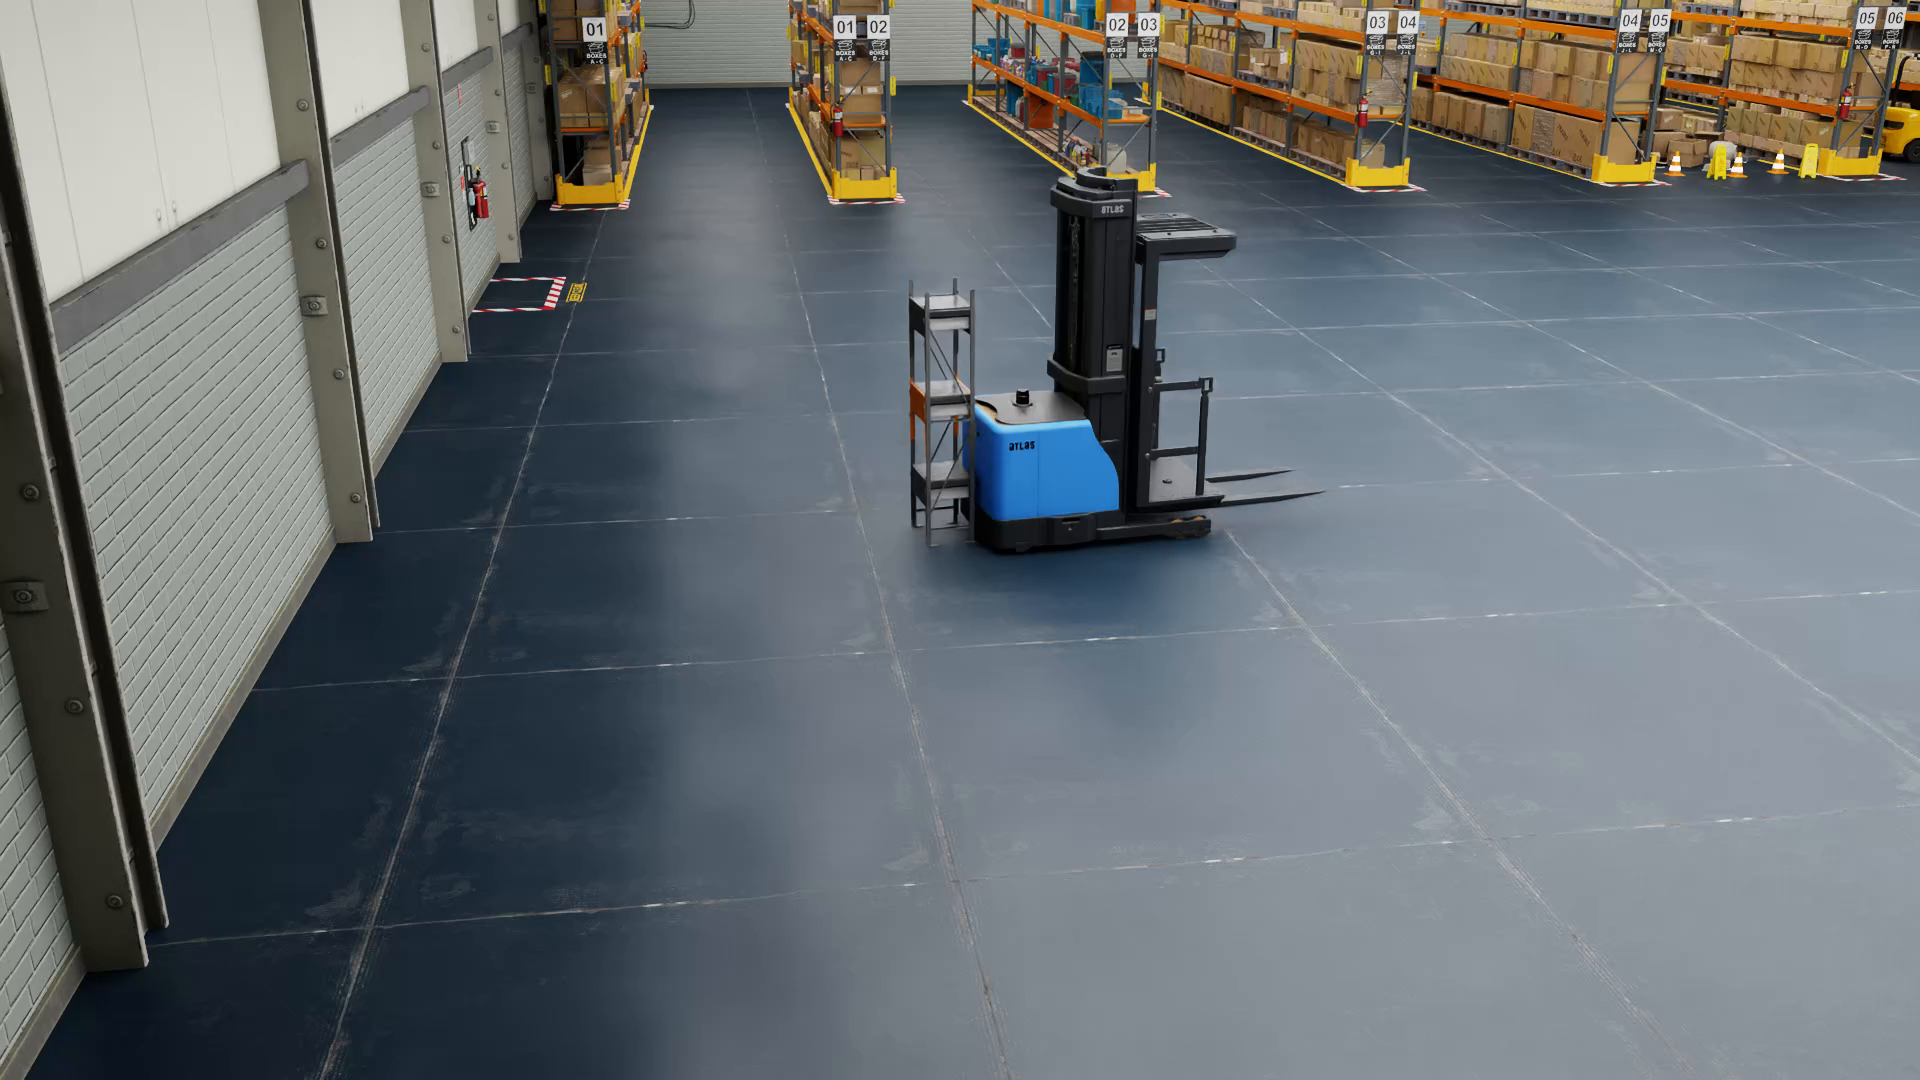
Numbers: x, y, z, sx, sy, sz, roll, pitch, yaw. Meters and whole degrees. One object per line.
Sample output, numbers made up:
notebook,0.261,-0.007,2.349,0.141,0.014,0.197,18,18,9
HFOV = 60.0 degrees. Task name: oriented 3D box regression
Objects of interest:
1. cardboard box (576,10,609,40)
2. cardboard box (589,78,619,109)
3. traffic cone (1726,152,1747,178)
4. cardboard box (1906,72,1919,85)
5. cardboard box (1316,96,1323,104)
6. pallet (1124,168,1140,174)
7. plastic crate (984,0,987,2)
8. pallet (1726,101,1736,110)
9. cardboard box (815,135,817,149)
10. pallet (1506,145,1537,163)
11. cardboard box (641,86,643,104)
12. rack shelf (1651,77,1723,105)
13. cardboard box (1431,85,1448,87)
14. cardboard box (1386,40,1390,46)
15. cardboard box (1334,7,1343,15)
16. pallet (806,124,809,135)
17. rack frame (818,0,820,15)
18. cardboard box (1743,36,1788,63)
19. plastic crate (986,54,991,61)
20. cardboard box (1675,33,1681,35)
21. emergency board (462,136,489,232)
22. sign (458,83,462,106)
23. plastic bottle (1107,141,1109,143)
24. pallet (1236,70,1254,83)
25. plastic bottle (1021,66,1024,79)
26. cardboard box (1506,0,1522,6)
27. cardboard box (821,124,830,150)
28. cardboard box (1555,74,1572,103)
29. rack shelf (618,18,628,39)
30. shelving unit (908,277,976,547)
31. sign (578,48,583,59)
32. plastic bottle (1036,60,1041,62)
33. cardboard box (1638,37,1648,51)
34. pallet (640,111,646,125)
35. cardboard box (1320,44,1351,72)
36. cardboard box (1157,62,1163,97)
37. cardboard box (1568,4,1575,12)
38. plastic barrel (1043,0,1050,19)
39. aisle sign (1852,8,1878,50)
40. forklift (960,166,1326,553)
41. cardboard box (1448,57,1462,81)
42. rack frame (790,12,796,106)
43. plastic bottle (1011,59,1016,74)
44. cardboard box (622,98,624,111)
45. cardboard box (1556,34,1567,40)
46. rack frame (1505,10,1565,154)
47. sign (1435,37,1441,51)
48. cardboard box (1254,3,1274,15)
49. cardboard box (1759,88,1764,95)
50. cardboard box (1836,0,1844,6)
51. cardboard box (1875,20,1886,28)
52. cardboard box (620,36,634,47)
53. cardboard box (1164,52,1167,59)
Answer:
cardboard box,-6.465,-9.079,29.278,0.500,0.500,0.500,-2,21,-6
cardboard box,-6.497,-8.131,30.314,0.500,0.500,0.500,-3,21,-8
traffic cone,15.459,-7.460,33.028,0.336,0.463,0.334,-3,21,-8
cardboard box,21.850,-10.466,37.664,0.500,0.250,0.500,-2,21,-7
cardboard box,7.426,-8.897,33.610,0.380,0.149,0.250,-3,21,-8
pallet,2.970,-6.988,32.123,1.003,0.211,1.213,-3,21,-8
plastic crate,0.847,-14.095,43.049,0.437,0.282,0.530,-3,21,-8
pallet,21.183,-11.558,44.361,1.003,0.211,1.213,-3,21,-8
cardboard box,-2.832,-8.515,35.556,0.500,0.250,0.500,-2,21,-7
pallet,12.419,-8.265,35.543,1.003,0.211,1.213,-3,21,-8
cardboard box,-8.771,-11.817,44.040,0.700,0.500,0.500,-3,21,-8
rack shelf,16.982,-10.478,38.512,1.077,0.370,4.000,-3,21,-8
cardboard box,11.877,-11.027,40.853,0.500,0.250,0.500,-3,21,-8
cardboard box,10.949,-12.535,41.898,0.380,0.149,0.250,-3,21,-8
cardboard box,7.511,-10.291,32.340,0.380,0.149,0.250,-4,21,-10
pallet,-3.159,-9.885,39.882,1.003,0.211,1.213,-3,21,-8
rack frame,-2.340,-11.935,32.810,1.000,3.000,0.127,-3,21,-8
cardboard box,17.171,-10.436,35.374,0.700,0.500,0.500,-3,21,-7
plastic crate,0.861,-12.636,43.551,0.293,0.136,0.466,-3,21,-8
cardboard box,20.781,-14.453,47.914,0.500,0.250,0.500,-2,21,-6
emergency board,-6.438,-4.753,22.154,0.194,1.169,0.643,-3,21,-8
sign,-6.535,-5.831,21.727,0.001,0.298,0.199,-3,21,-8
plastic bottle,3.015,-7.952,33.877,0.144,0.351,0.185,-3,21,-8
pallet,7.095,-10.677,38.290,1.213,0.211,1.003,-3,21,-8
plastic bottle,1.472,-10.902,38.785,0.061,0.283,0.133,-3,21,-8
cardboard box,12.126,-11.653,35.814,0.500,0.250,0.500,-3,21,-7
cardboard box,-2.503,-8.036,33.202,0.500,0.500,0.500,-3,21,-8
cardboard box,12.690,-9.221,33.903,0.875,0.550,0.500,-3,21,-8
rack shelf,-7.529,-10.634,34.643,1.077,0.370,4.000,-3,21,-8
shelving unit,-0.145,-1.026,13.463,0.431,2.100,0.503,-6,21,-15
sign,-8.366,-10.772,36.615,0.100,0.325,0.005,-3,21,-8
plastic bottle,1.931,-11.617,40.711,0.152,0.276,0.135,-3,21,-8
cardboard box,16.529,-11.723,39.649,0.500,0.500,0.500,-4,21,-9
pallet,-8.427,-10.604,41.807,1.003,0.211,1.213,-3,21,-8
cardboard box,7.505,-9.590,33.109,0.500,0.500,0.500,-3,21,-8
cardboard box,5.905,-12.762,46.034,0.875,0.875,0.875,-3,21,-8
cardboard box,12.360,-10.611,33.167,0.380,0.149,0.250,-3,21,-7
plastic barrel,2.086,-11.631,35.568,0.600,0.901,0.708,-3,21,-8
aisle sign,17.569,-9.920,32.273,0.394,0.787,0.004,-3,21,-8
forklift,1.580,-1.547,13.668,3.031,2.935,1.130,-6,21,-15
cardboard box,11.683,-10.925,38.537,0.500,0.500,0.500,-3,21,-8
rack frame,-4.070,-13.280,44.984,1.000,3.000,0.127,-3,21,-8
plastic bottle,1.313,-11.417,40.067,0.144,0.351,0.185,-3,21,-8
cardboard box,-6.722,-8.318,31.885,0.500,0.250,0.500,-3,21,-8
cardboard box,15.896,-13.241,43.309,0.500,0.500,0.500,-3,21,-7
rack frame,12.386,-9.838,35.770,1.000,3.000,0.127,-3,21,-8
sign,11.274,-11.698,39.208,0.100,0.325,0.005,-3,21,-8
cardboard box,6.860,-11.812,36.982,0.500,0.250,0.500,-2,21,-7
cardboard box,17.225,-9.527,35.295,0.380,0.149,0.250,-3,21,-8
cardboard box,17.507,-10.593,32.722,0.380,0.149,0.250,-3,21,-7
cardboard box,18.120,-10.157,32.695,0.380,0.149,0.250,-3,21,-8
cardboard box,-7.936,-11.687,39.053,0.500,0.250,0.500,-3,21,-7
cardboard box,5.682,-12.988,44.563,0.380,0.149,0.250,-3,21,-9
